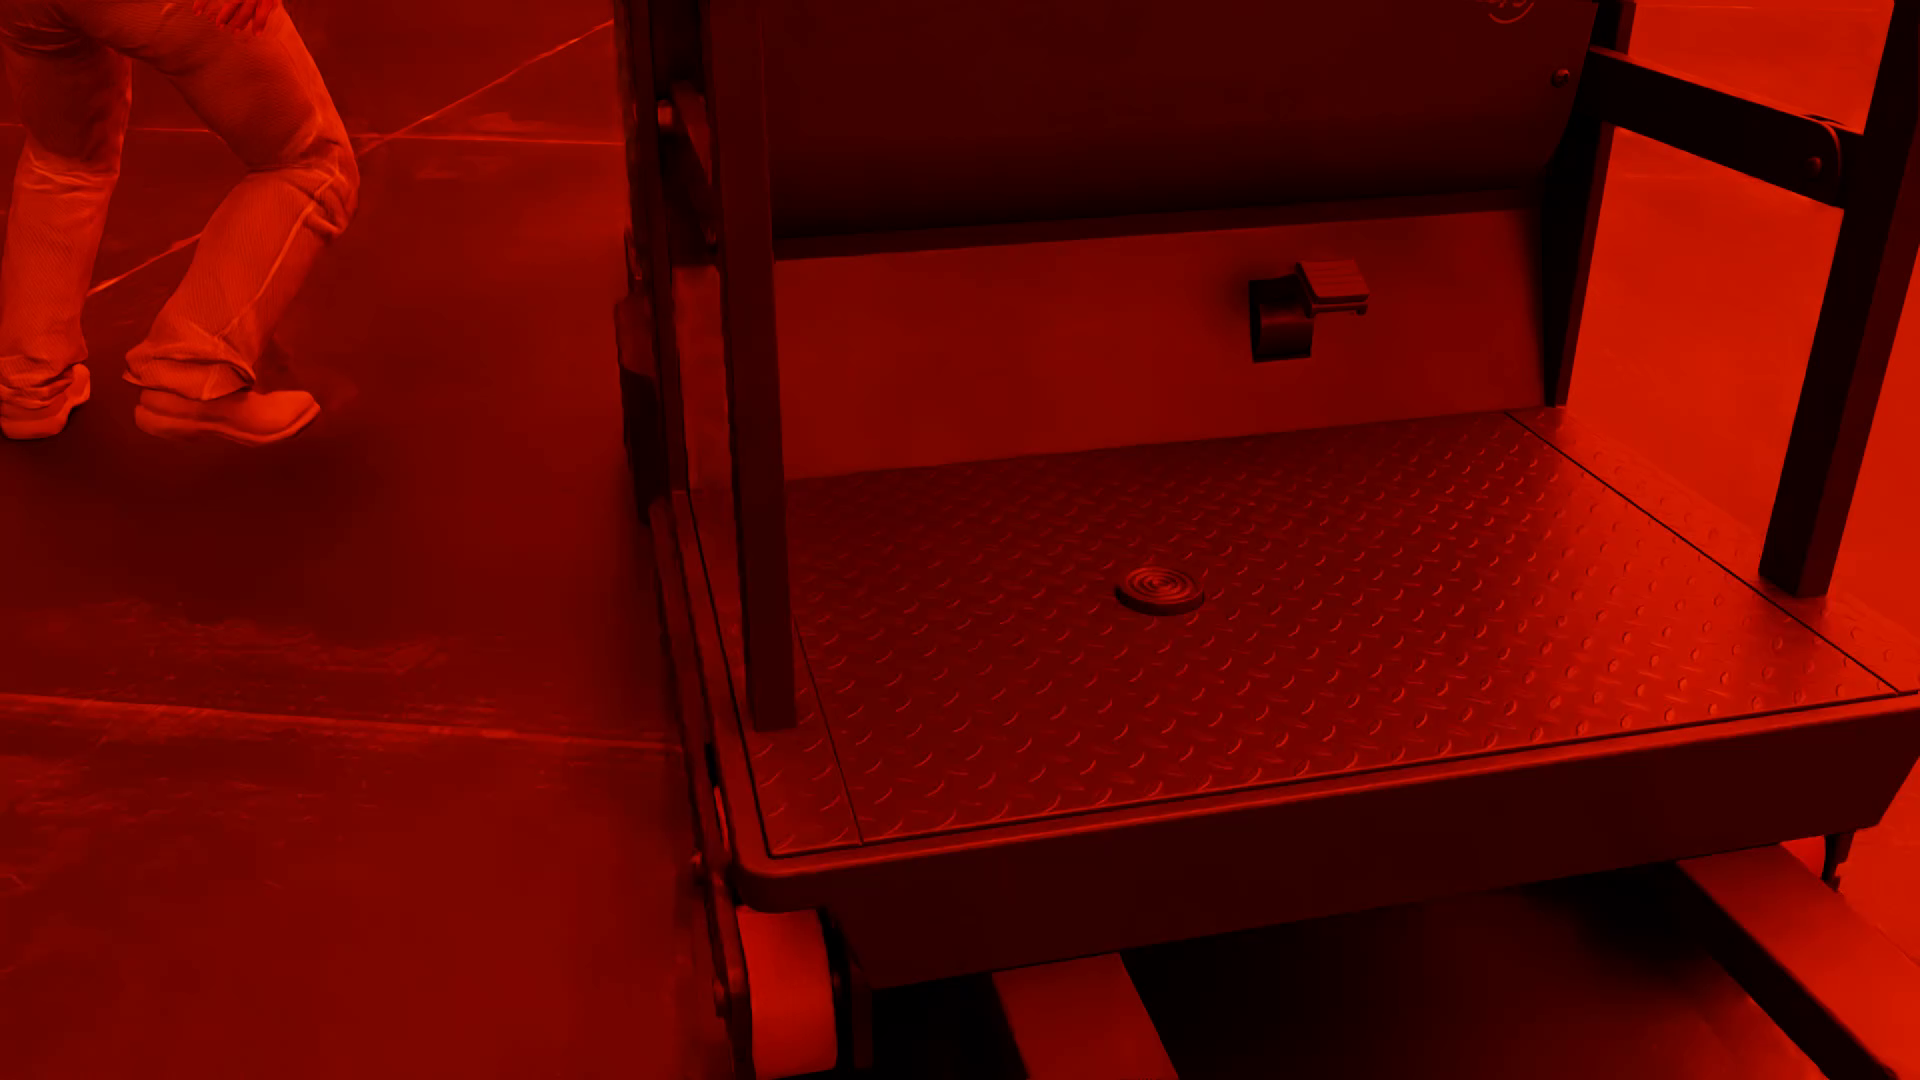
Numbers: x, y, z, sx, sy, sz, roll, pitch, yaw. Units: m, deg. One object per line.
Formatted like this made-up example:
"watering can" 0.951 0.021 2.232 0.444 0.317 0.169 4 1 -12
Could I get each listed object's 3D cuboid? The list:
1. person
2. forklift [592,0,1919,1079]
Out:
"person" -1.332 -0.918 2.459 0.870 1.692 0.481 14 30 25
"forklift" 0.286 -1.012 1.246 1.130 2.935 3.031 -7 27 -14
